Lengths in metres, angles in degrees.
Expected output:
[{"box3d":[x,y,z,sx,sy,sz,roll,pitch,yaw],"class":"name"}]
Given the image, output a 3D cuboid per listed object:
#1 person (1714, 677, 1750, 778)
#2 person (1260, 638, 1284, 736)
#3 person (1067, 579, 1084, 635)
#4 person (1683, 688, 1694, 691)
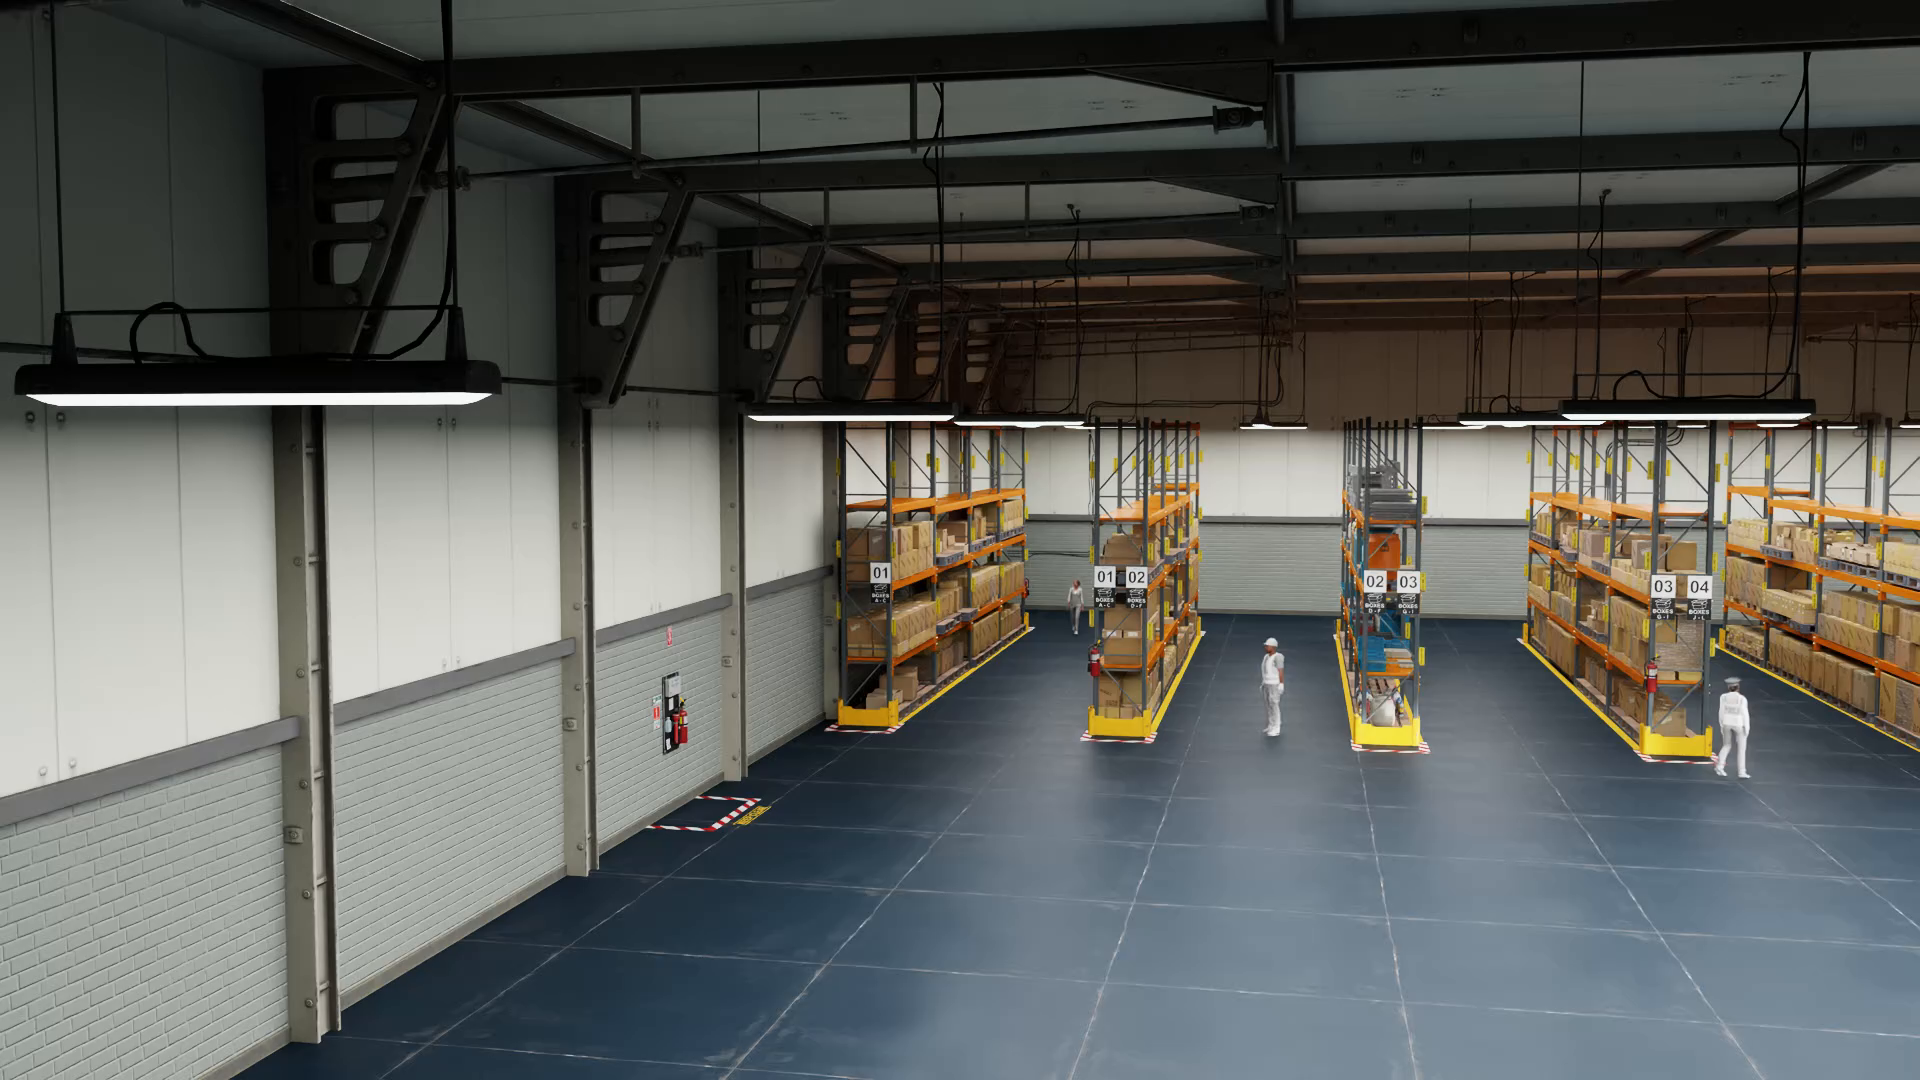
[{"box3d":[12.853,3.112,27.560,0.519,1.688,0.507,-3,5,-41],"class":"person"},{"box3d":[5.912,2.776,31.634,0.436,1.801,0.663,-1,4,-16],"class":"person"},{"box3d":[3.279,1.881,47.165,0.476,1.552,0.823,1,4,9],"class":"person"},{"box3d":[16.206,2.440,36.943,0.499,1.801,0.566,-2,4,-23],"class":"person"}]
